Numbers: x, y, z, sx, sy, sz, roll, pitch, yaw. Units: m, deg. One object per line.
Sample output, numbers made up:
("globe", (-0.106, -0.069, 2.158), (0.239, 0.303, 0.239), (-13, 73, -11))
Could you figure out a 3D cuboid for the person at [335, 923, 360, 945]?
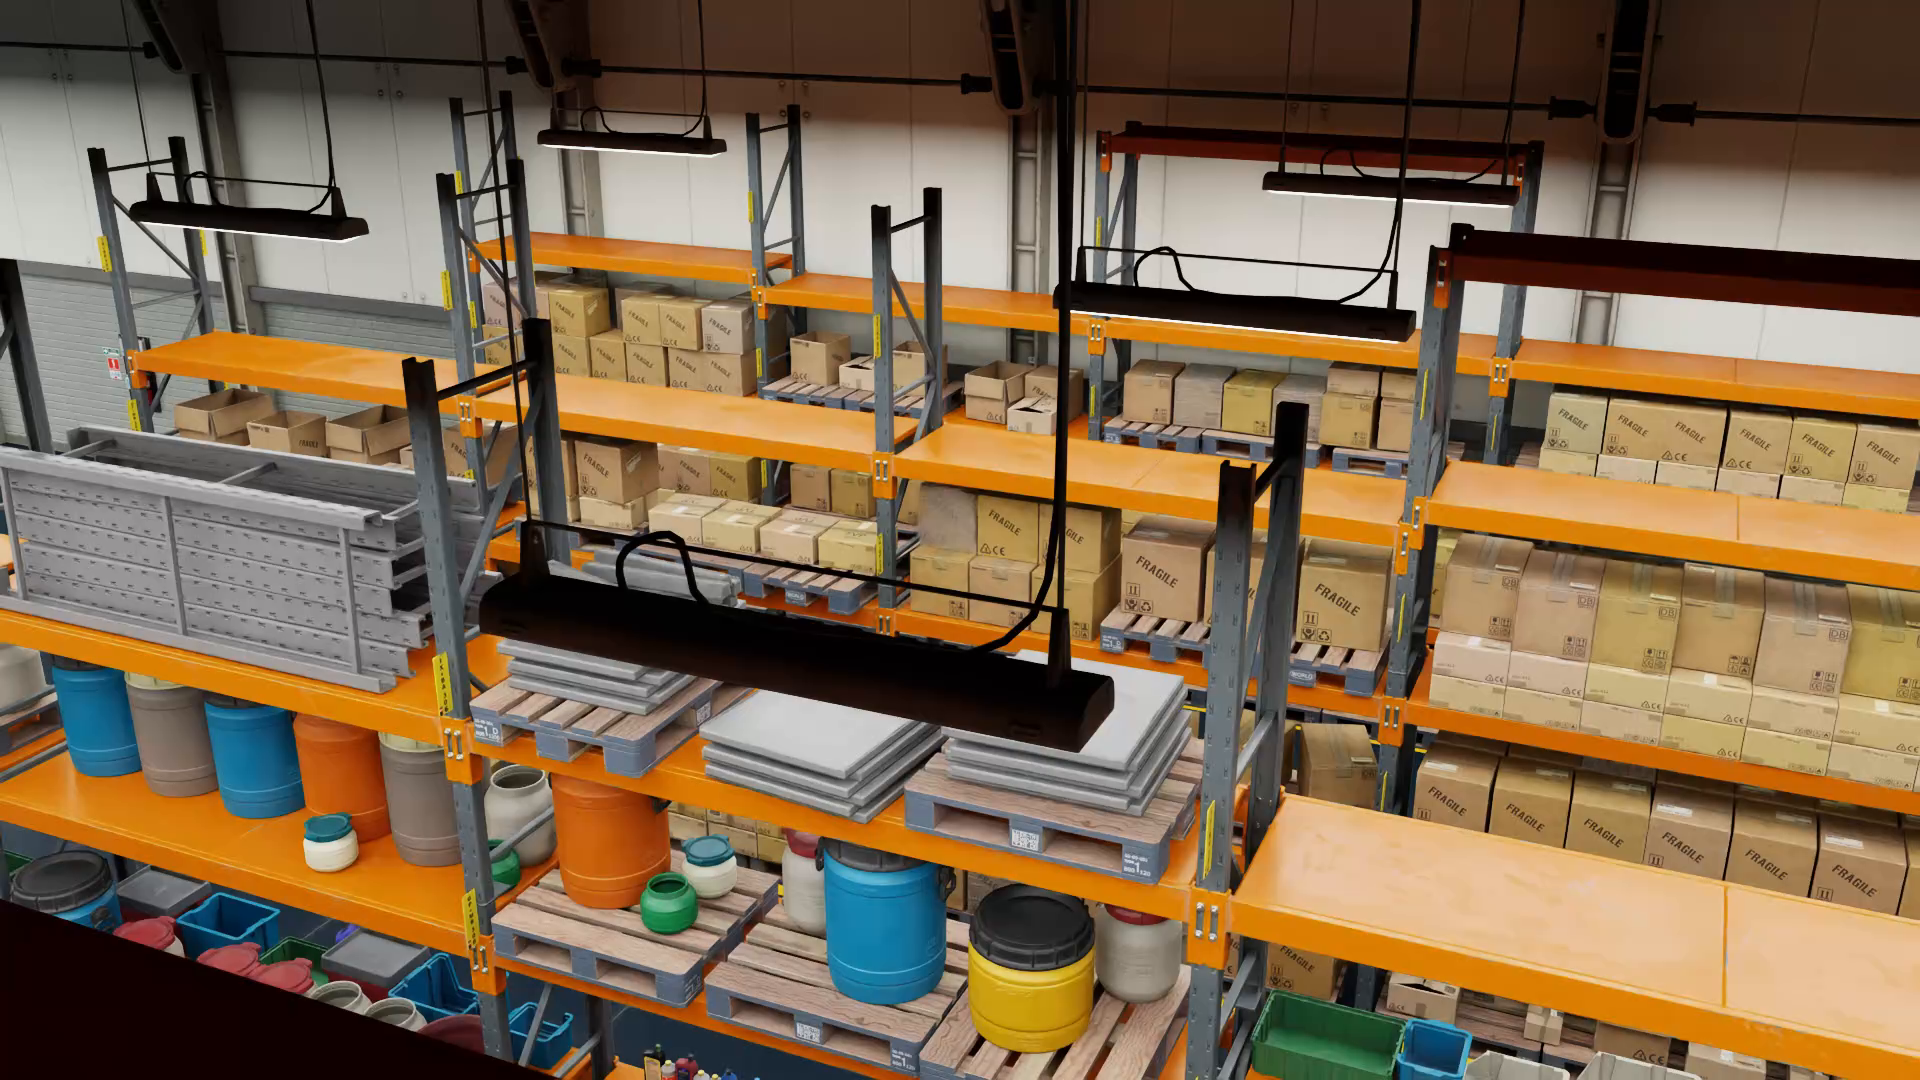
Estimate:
("person", (-4.250, 3.155, 11.965), (0.473, 1.596, 1.060), (-13, 24, -32))
